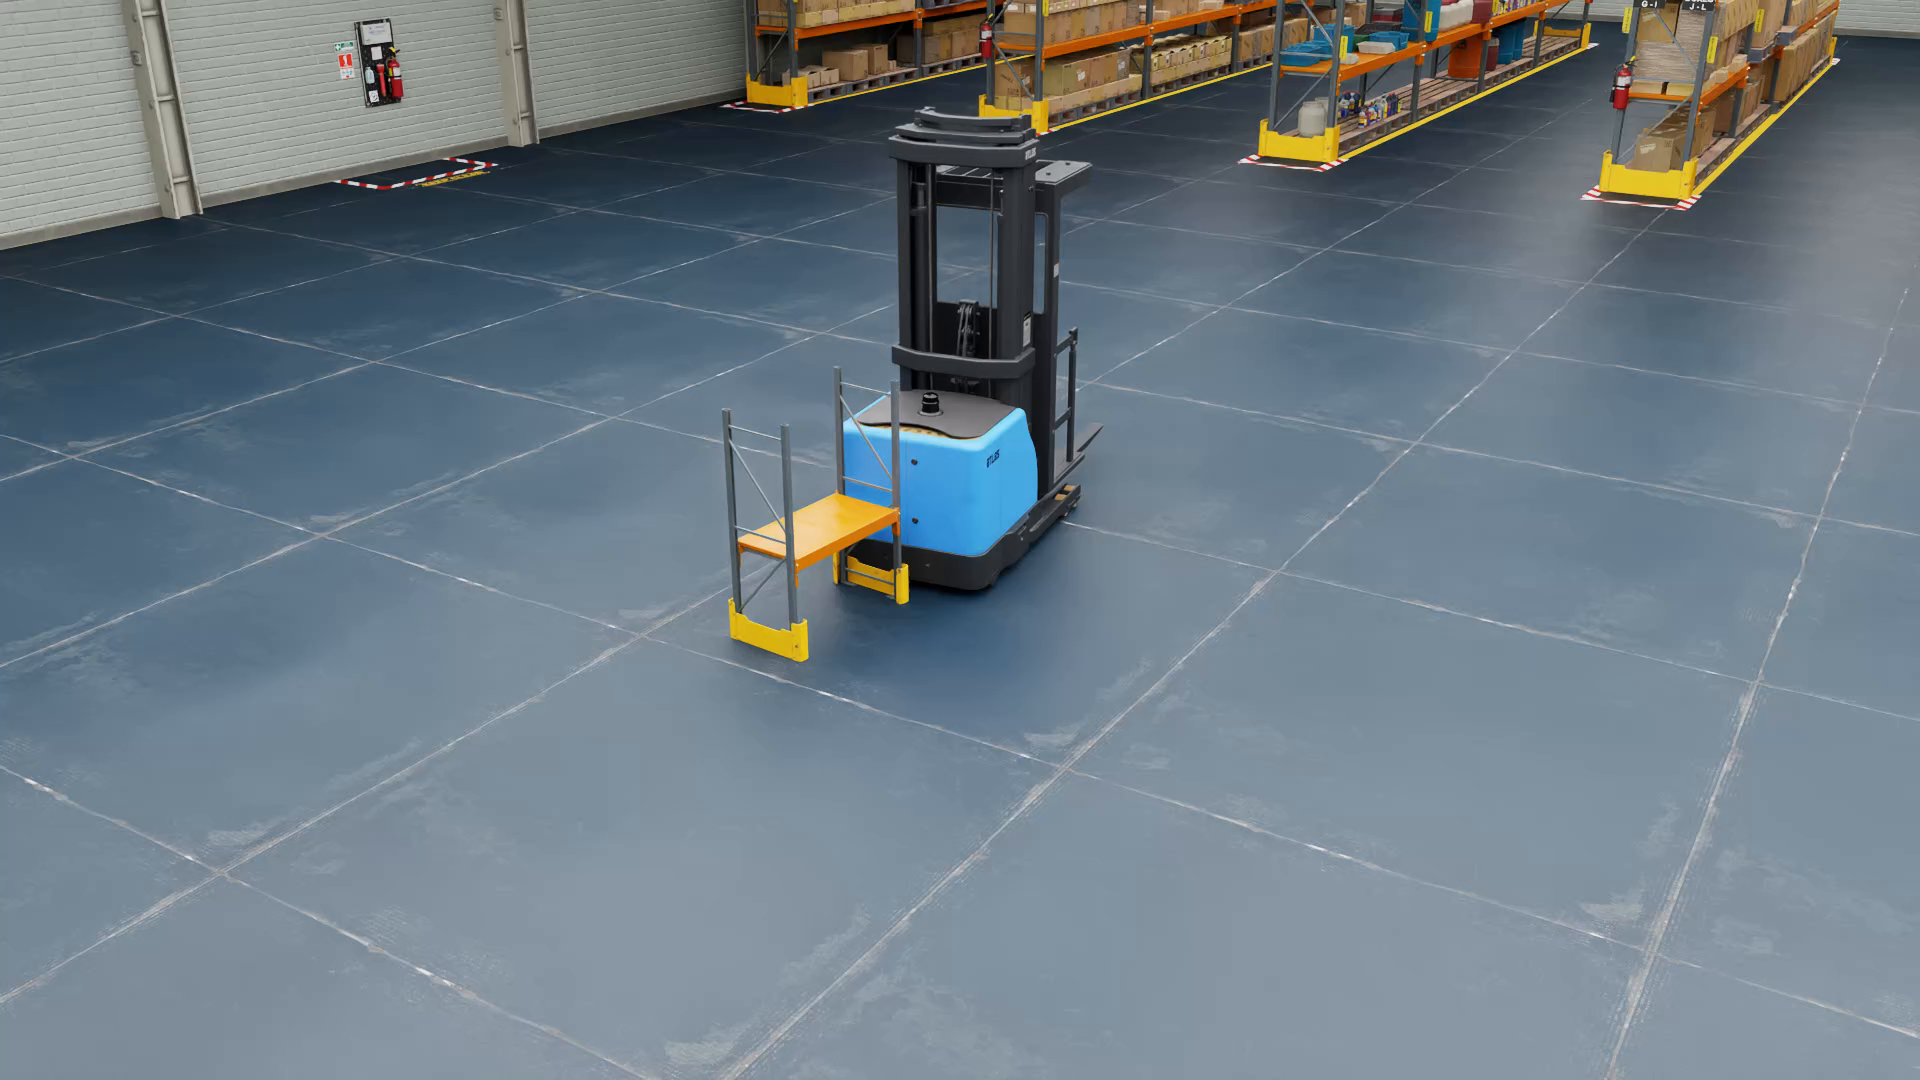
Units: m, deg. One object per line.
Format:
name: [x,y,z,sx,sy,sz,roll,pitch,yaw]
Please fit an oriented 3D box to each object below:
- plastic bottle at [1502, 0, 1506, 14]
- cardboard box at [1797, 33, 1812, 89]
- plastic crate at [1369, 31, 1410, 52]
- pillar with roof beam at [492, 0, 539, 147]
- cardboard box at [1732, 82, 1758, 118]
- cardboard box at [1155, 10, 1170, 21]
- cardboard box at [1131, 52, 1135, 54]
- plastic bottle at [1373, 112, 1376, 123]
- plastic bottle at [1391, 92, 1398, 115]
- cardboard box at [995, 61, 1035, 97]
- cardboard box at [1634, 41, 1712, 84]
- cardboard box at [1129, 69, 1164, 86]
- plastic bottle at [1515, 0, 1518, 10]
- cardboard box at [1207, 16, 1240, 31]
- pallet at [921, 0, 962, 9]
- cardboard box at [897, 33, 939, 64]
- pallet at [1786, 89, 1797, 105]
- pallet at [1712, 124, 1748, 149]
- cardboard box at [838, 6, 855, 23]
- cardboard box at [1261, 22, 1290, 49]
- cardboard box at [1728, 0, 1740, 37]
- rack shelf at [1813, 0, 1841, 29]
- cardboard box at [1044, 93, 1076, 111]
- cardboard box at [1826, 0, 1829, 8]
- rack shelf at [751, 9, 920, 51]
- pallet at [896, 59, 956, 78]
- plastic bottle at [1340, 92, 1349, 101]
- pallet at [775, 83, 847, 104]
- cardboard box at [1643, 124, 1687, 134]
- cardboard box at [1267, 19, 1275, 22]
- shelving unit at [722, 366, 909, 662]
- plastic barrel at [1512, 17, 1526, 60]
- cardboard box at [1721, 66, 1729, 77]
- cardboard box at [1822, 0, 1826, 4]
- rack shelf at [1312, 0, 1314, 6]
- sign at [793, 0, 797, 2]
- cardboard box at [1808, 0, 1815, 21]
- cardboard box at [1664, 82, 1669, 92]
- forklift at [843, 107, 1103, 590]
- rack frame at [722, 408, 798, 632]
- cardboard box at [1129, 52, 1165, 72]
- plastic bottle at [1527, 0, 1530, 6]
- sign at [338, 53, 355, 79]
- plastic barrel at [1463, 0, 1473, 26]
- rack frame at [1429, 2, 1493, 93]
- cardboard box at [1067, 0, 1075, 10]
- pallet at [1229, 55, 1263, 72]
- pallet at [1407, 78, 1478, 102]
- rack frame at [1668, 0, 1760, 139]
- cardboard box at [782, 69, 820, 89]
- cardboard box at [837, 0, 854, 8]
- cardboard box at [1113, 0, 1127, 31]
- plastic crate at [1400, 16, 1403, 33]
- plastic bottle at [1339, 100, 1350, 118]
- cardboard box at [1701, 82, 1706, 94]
plastic bottle: [10.292,-10.118,31.493,0.061,0.283,0.133,14,27,29]
cardboard box: [14.841,-8.831,30.520,1.225,0.875,0.875,13,27,27]
plastic crate: [6.851,-7.975,26.583,0.499,0.251,0.616,14,27,29]
pillar with roof beam: [-3.196,-9.443,22.235,9.100,9.000,0.400,14,27,29]
cardboard box: [12.611,-7.227,27.261,0.700,0.500,0.500,16,28,33]
cardboard box: [3.639,-9.653,30.590,0.380,0.149,0.250,14,27,29]
cardboard box: [2.968,-8.898,30.754,0.500,0.311,0.500,14,27,29]
plastic bottle: [6.601,-6.770,26.582,0.097,0.201,0.097,0,23,0]
plastic bottle: [7.109,-7.182,27.345,0.144,0.351,0.185,13,27,28]
cardboard box: [0.918,-7.681,27.705,0.500,0.500,0.500,14,27,29]
cardboard box: [9.616,-6.448,22.368,0.875,0.500,0.500,14,27,29]
cardboard box: [3.421,-8.528,30.605,0.500,0.250,0.500,13,27,28]
plastic bottle: [10.756,-10.414,32.178,0.061,0.283,0.133,14,27,29]
cardboard box: [5.428,-10.646,34.216,0.500,0.250,0.500,15,28,31]
pallet: [-0.686,-10.689,32.907,1.003,0.211,1.213,14,27,29]
cardboard box: [-0.838,-9.856,33.334,0.700,0.500,0.500,15,28,31]
pallet: [14.646,-8.166,30.348,1.003,0.211,1.213,14,27,29]
pallet: [11.821,-6.419,26.311,1.003,0.211,1.213,14,27,29]
cardboard box: [-2.260,-9.587,30.283,0.500,0.250,0.500,13,27,28]
cardboard box: [6.668,-10.707,35.299,0.500,0.500,0.500,14,27,30]
cardboard box: [10.356,-7.191,22.827,0.500,0.500,0.500,14,27,29]
rack shelf: [16.687,-10.480,33.089,1.077,0.370,4.000,14,27,29]
cardboard box: [1.621,-7.397,27.994,0.500,0.250,0.500,14,27,29]
cardboard box: [16.754,-10.488,32.517,0.380,0.149,0.250,14,27,30]
rack shelf: [-2.267,-9.544,30.927,1.077,0.370,4.000,14,27,29]
pallet: [-0.803,-9.533,33.505,1.003,0.211,1.213,14,27,29]
plastic bottle: [6.326,-7.210,27.411,0.144,0.351,0.185,13,26,27]
pallet: [-2.824,-8.212,30.454,1.003,0.211,1.213,14,27,29]
cardboard box: [9.932,-5.547,23.406,0.500,0.500,0.500,-20,31,-39]
cardboard box: [6.484,-10.973,35.914,0.500,0.500,0.500,14,27,30]
shelving unit: [-0.881,-0.190,10.300,0.587,1.500,1.083,16,28,33]
plastic barrel: [11.123,-10.223,33.702,0.600,0.901,0.708,14,27,29]
cardboard box: [10.745,-6.683,23.727,0.380,0.149,0.250,14,27,29]
cardboard box: [16.369,-10.474,31.982,0.500,0.250,0.500,14,27,29]
rack shelf: [8.273,-12.558,37.887,1.077,0.370,4.000,14,27,29]
sign: [-2.861,-9.483,28.790,0.100,0.325,0.005,14,27,29]
cardboard box: [15.350,-9.801,30.488,0.500,0.500,0.500,15,27,31]
cardboard box: [9.409,-6.194,22.598,0.380,0.149,0.250,14,27,29]
forklift: [0.246,-1.574,11.696,1.130,2.935,3.031,10,25,21]
rack frame: [-1.186,-0.023,9.916,0.500,1.500,0.032,16,28,33]
cardboard box: [3.428,-8.788,30.501,0.500,0.311,0.500,14,27,29]
plastic bottle: [11.217,-10.772,32.919,0.144,0.351,0.185,14,27,29]
sign: [-8.568,-6.617,23.215,0.001,0.329,0.234,14,27,29]
plastic barrel: [8.953,-9.483,29.738,0.421,0.512,0.421,0,23,0]
rack frame: [9.314,-9.823,30.666,1.000,3.000,0.127,14,27,29]
cardboard box: [1.683,-8.852,27.479,0.380,0.149,0.250,13,27,28]
pallet: [5.534,-9.827,34.184,1.003,0.211,1.213,14,27,29]
pallet: [8.873,-8.290,30.635,1.003,0.211,1.213,14,27,29]
rack frame: [11.412,-7.435,25.150,1.000,3.000,0.127,14,27,29]
cardboard box: [-2.881,-8.382,30.167,0.500,0.311,0.500,11,26,23]
cardboard box: [-2.268,-9.920,30.108,0.500,0.500,0.500,13,27,27]
cardboard box: [2.497,-9.228,29.165,0.700,0.500,0.500,14,27,28]
plastic crate: [7.522,-8.903,28.561,0.392,0.384,0.575,14,27,29]
plastic bottle: [6.241,-7.010,27.042,0.152,0.276,0.135,14,27,29]
cardboard box: [9.803,-6.097,22.373,0.380,0.149,0.250,14,27,29]
